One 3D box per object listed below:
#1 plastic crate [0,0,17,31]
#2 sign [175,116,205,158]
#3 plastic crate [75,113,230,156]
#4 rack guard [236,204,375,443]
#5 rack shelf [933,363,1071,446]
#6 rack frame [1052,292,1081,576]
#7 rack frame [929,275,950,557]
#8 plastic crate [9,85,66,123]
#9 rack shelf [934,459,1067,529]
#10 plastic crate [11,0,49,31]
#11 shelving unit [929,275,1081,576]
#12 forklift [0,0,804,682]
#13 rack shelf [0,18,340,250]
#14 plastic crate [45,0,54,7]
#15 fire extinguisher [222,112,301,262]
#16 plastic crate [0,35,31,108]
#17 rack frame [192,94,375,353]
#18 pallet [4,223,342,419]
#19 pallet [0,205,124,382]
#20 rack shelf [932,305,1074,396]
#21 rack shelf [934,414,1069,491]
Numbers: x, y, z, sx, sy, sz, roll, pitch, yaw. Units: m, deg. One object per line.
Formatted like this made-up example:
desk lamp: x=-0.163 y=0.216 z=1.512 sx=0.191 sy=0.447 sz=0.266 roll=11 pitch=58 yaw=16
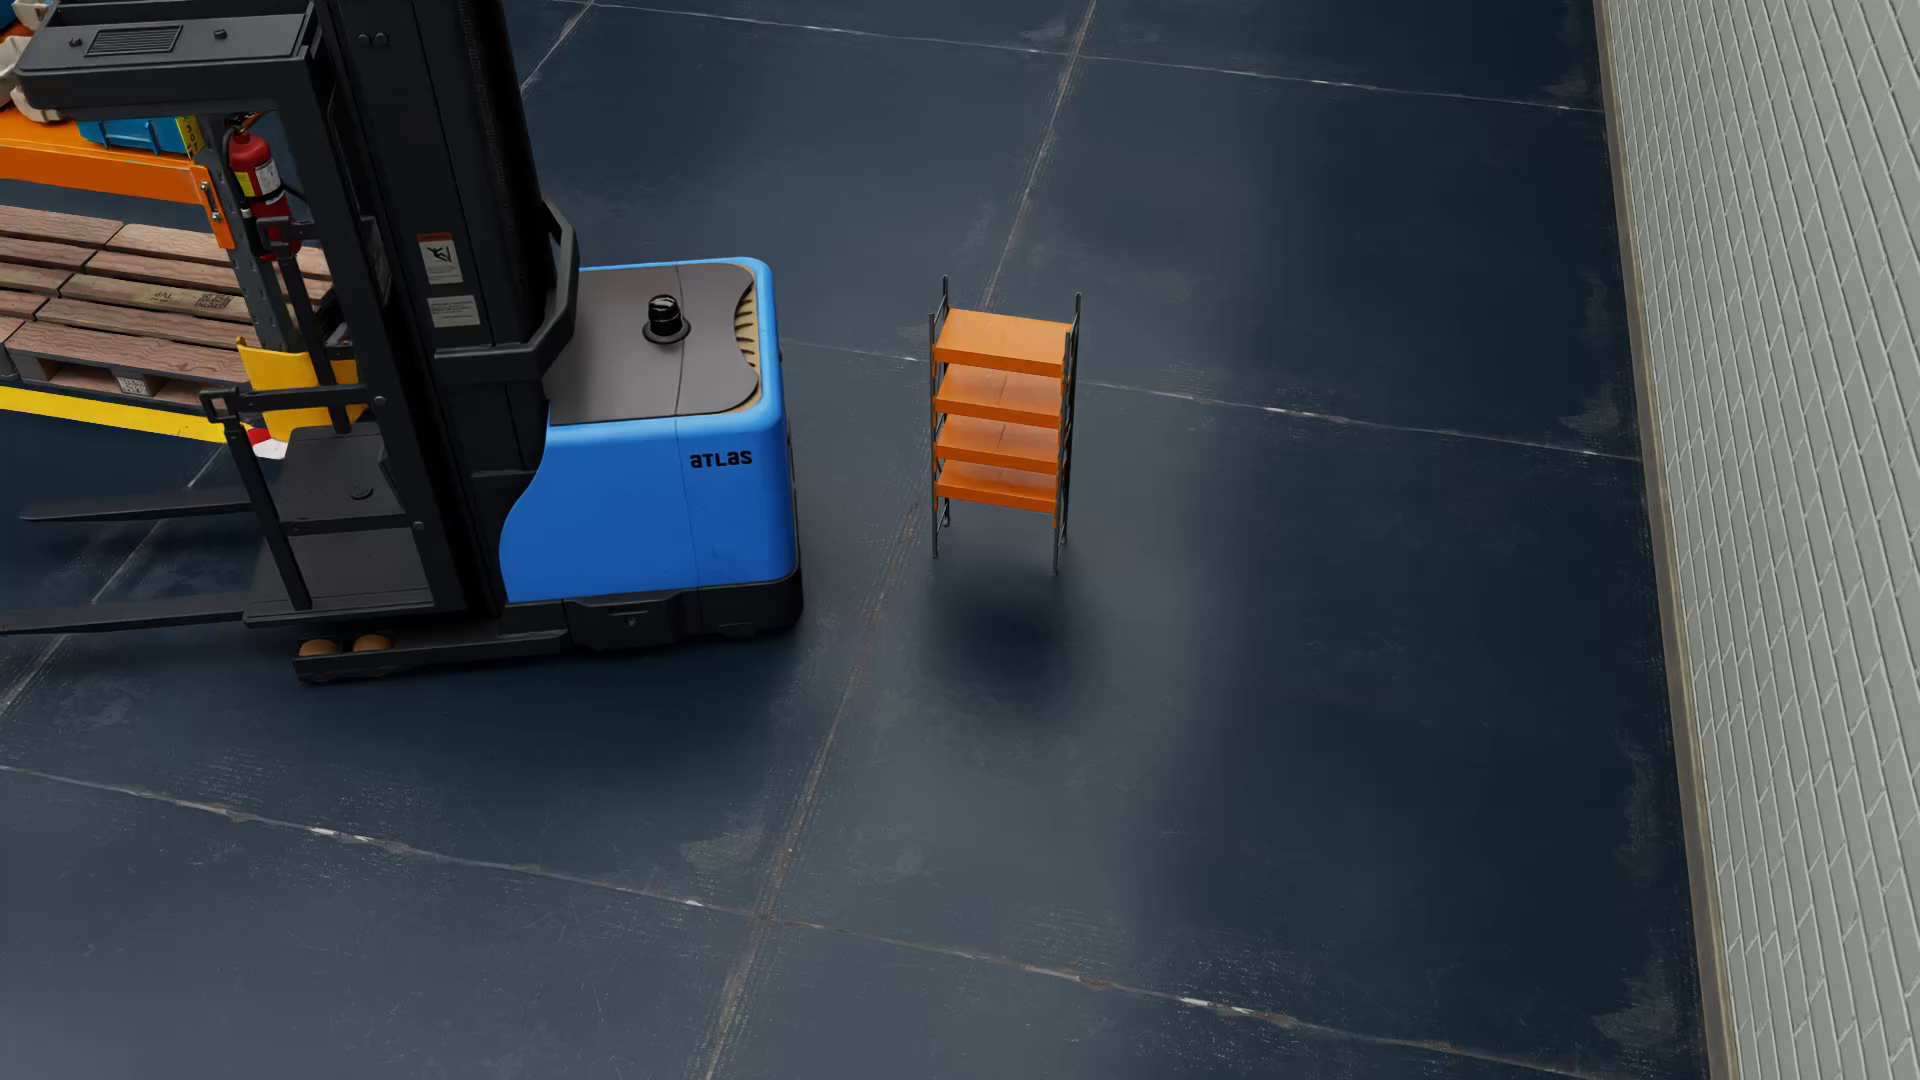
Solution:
plastic crate: x=-4.198 y=-2.304 z=7.058 sx=0.300 sy=0.233 sz=0.416 roll=9 pitch=45 yaw=9
sign: x=-2.848 y=-1.567 z=6.098 sx=0.005 sy=0.325 sz=0.100 roll=9 pitch=45 yaw=9
plastic crate: x=-3.111 y=-1.842 z=6.432 sx=0.499 sy=0.435 sz=0.616 roll=9 pitch=45 yaw=9
rack guard: x=-2.718 y=-0.988 z=7.416 sx=0.348 sy=0.500 sz=1.175 roll=9 pitch=45 yaw=9
rack shelf: x=0.162 y=-0.520 z=6.199 sx=0.480 sy=0.148 sz=0.258 roll=9 pitch=45 yaw=9
rack frame: x=0.400 y=-0.370 z=6.269 sx=0.015 sy=1.200 sz=0.240 roll=9 pitch=45 yaw=9
rack frame: x=-0.077 y=-0.444 z=6.346 sx=0.015 sy=1.200 sz=0.240 roll=9 pitch=45 yaw=9
plastic crate: x=-3.579 y=-1.811 z=6.615 sx=0.243 sy=0.136 sz=0.396 roll=9 pitch=45 yaw=9
rack shelf: x=0.162 y=-0.216 z=6.492 sx=0.480 sy=0.148 sz=0.258 roll=9 pitch=45 yaw=9
plastic crate: x=-3.870 y=-2.277 z=7.100 sx=0.298 sy=0.136 sz=0.250 roll=9 pitch=45 yaw=9
shelving unit: x=0.162 y=-0.407 z=6.308 sx=0.503 sy=1.200 sz=0.258 roll=9 pitch=45 yaw=9
forklift: x=-2.155 y=-0.917 z=5.590 sx=3.031 sy=2.935 sz=1.130 roll=-5 pitch=44 yaw=-5
rack shelf: x=-4.696 y=-1.927 z=7.108 sx=4.000 sy=0.370 sz=1.077 roll=9 pitch=45 yaw=9
plastic crate: x=-3.555 y=-2.204 z=6.955 sx=0.300 sy=0.233 sz=0.416 roll=9 pitch=45 yaw=9
fire extinguisher: x=-2.696 y=-1.391 z=6.356 sx=0.183 sy=0.674 sz=0.296 roll=9 pitch=45 yaw=9
plastic crate: x=-3.859 y=-1.864 z=6.671 sx=0.243 sy=0.136 sz=0.396 roll=9 pitch=45 yaw=9
rack frame: x=-2.744 y=-1.883 z=6.543 sx=0.127 sy=3.000 sz=1.000 roll=9 pitch=45 yaw=9
pallet: x=-3.540 y=-1.030 z=7.668 sx=1.213 sy=0.211 sz=1.003 roll=9 pitch=45 yaw=9
pallet: x=-4.727 y=-1.216 z=7.861 sx=1.213 sy=0.211 sz=1.003 roll=9 pitch=45 yaw=9
rack shelf: x=0.162 y=-0.690 z=6.035 sx=0.480 sy=0.148 sz=0.258 roll=9 pitch=45 yaw=9
rack shelf: x=0.162 y=-0.359 z=6.355 sx=0.480 sy=0.148 sz=0.258 roll=9 pitch=45 yaw=9
